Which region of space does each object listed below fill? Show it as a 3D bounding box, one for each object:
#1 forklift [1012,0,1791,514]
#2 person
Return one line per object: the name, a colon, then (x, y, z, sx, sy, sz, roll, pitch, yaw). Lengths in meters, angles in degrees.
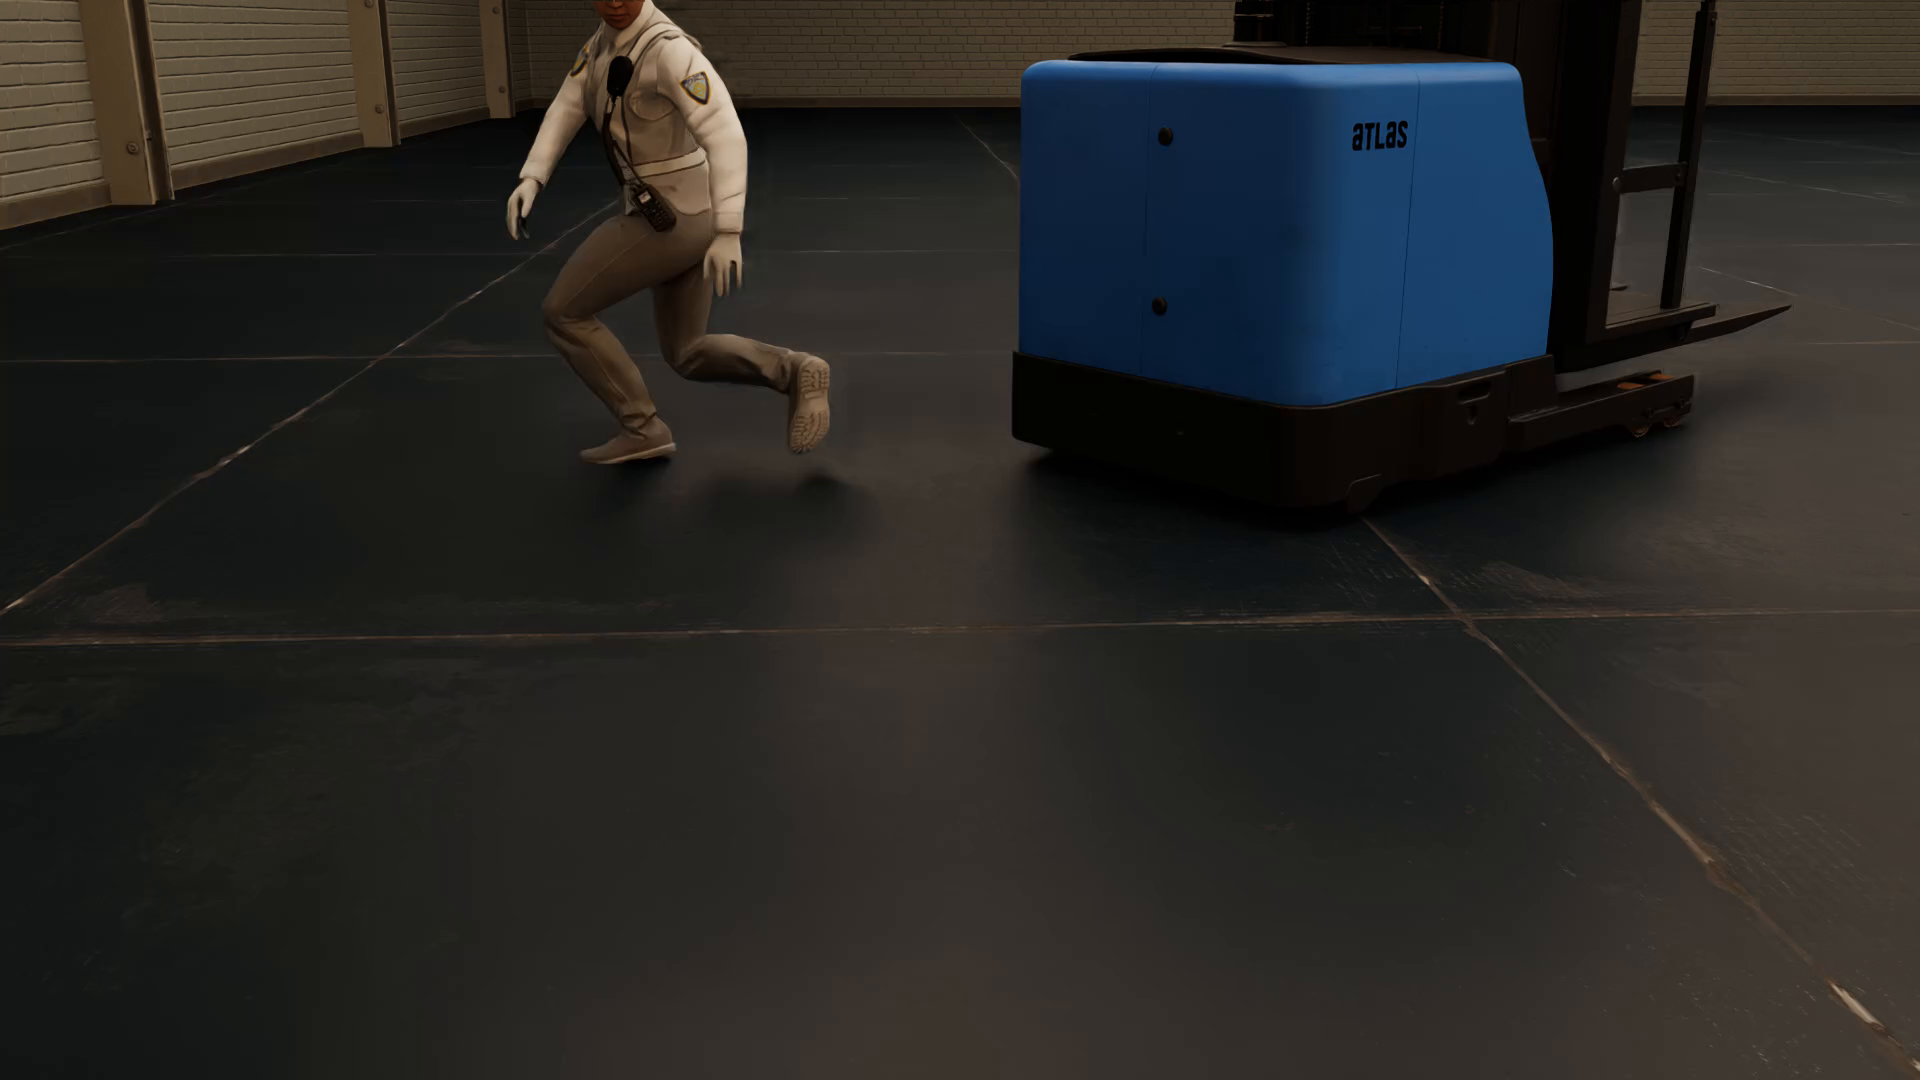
forklift: (1.584, -1.803, 4.803, 3.031, 2.935, 1.130, -14, 22, -39)
person: (-0.772, -0.868, 4.378, 0.842, 1.449, 0.564, 0, 17, 1)
